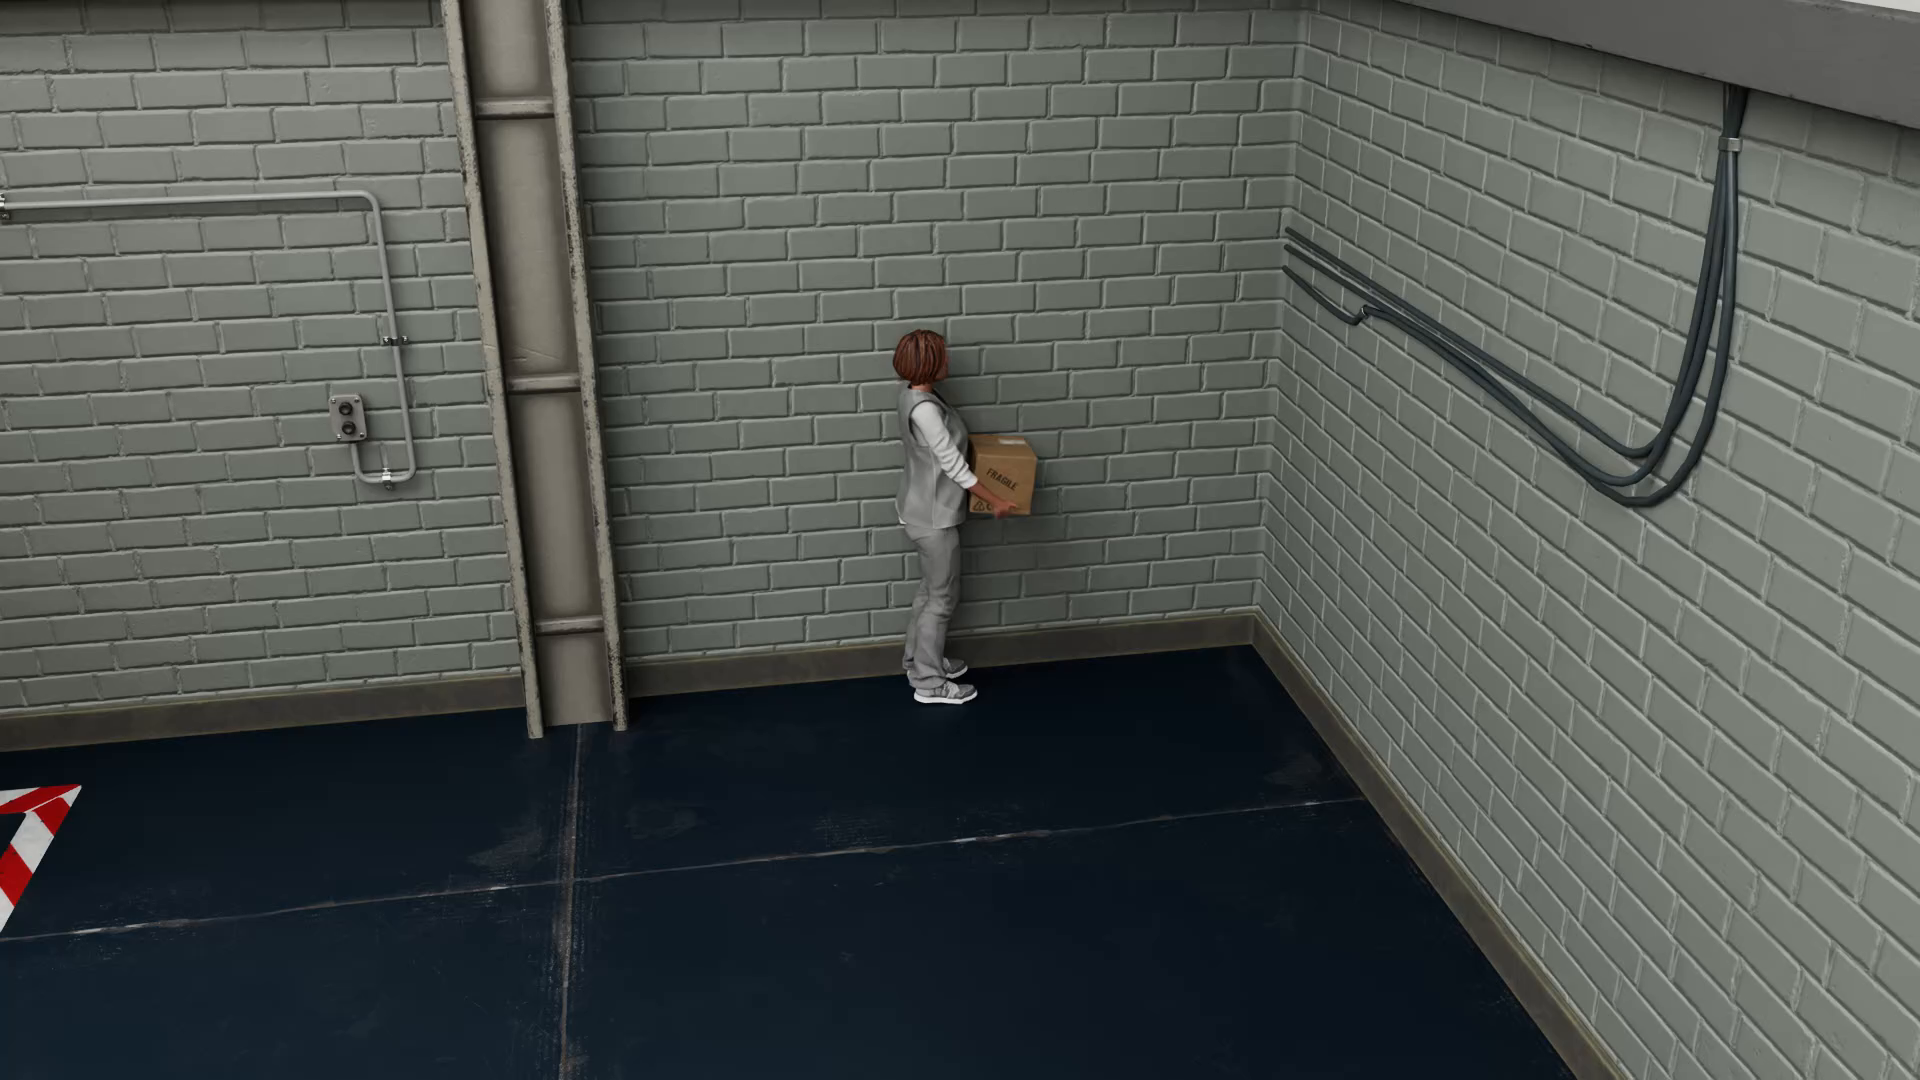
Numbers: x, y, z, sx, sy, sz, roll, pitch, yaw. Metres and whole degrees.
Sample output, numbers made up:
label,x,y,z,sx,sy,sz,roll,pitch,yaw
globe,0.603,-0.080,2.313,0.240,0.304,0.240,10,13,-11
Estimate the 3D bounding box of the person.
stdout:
label,x,y,z,sx,sy,sz,roll,pitch,yaw
person,-0.019,-0.099,6.845,0.494,1.593,0.404,-4,24,-9
